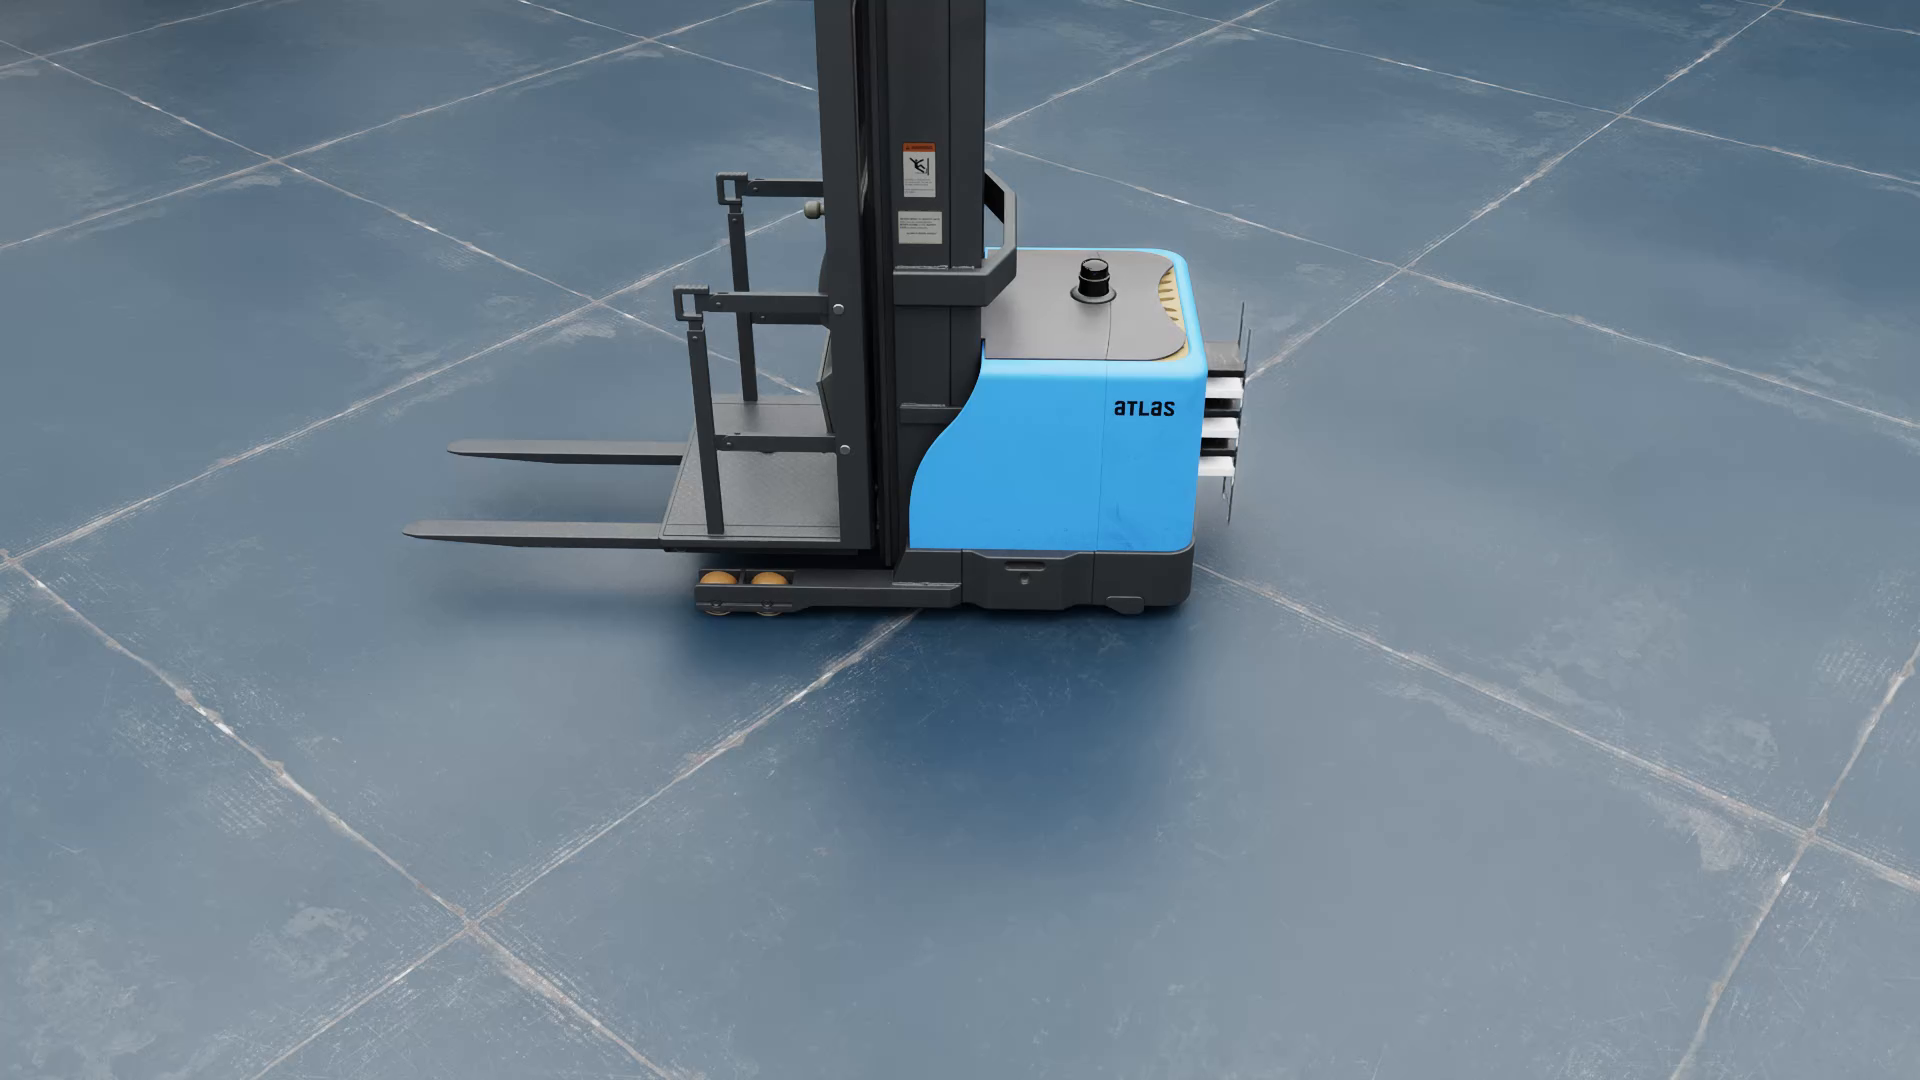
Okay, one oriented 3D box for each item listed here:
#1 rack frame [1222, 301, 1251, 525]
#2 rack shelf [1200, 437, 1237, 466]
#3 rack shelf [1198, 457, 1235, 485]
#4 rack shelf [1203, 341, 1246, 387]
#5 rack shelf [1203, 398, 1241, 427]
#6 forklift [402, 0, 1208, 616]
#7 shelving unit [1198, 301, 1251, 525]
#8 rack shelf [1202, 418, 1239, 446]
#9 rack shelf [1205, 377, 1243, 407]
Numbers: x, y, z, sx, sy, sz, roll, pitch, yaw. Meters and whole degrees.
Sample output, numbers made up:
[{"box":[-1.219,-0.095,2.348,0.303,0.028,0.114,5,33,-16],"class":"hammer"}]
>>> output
[{"box":[1.110,-0.502,6.685,0.006,0.900,0.240,1,34,1],"class":"rack frame"},{"box":[1.008,-0.401,6.757,0.200,0.077,0.258,1,34,1],"class":"rack shelf"},{"box":[1.008,-0.327,6.808,0.200,0.077,0.258,1,34,1],"class":"rack shelf"},{"box":[1.008,-0.698,6.554,0.200,0.077,0.258,1,34,1],"class":"rack shelf"},{"box":[1.008,-0.550,6.656,0.200,0.077,0.258,1,34,1],"class":"rack shelf"},{"box":[-0.626,-1.218,5.934,3.031,2.935,1.130,1,34,1],"class":"forklift"},{"box":[1.008,-0.503,6.688,0.210,0.900,0.258,1,34,1],"class":"shelving unit"},{"box":[1.008,-0.476,6.707,0.200,0.077,0.258,1,34,1],"class":"rack shelf"},{"box":[1.008,-0.624,6.605,0.200,0.077,0.258,1,34,1],"class":"rack shelf"}]
